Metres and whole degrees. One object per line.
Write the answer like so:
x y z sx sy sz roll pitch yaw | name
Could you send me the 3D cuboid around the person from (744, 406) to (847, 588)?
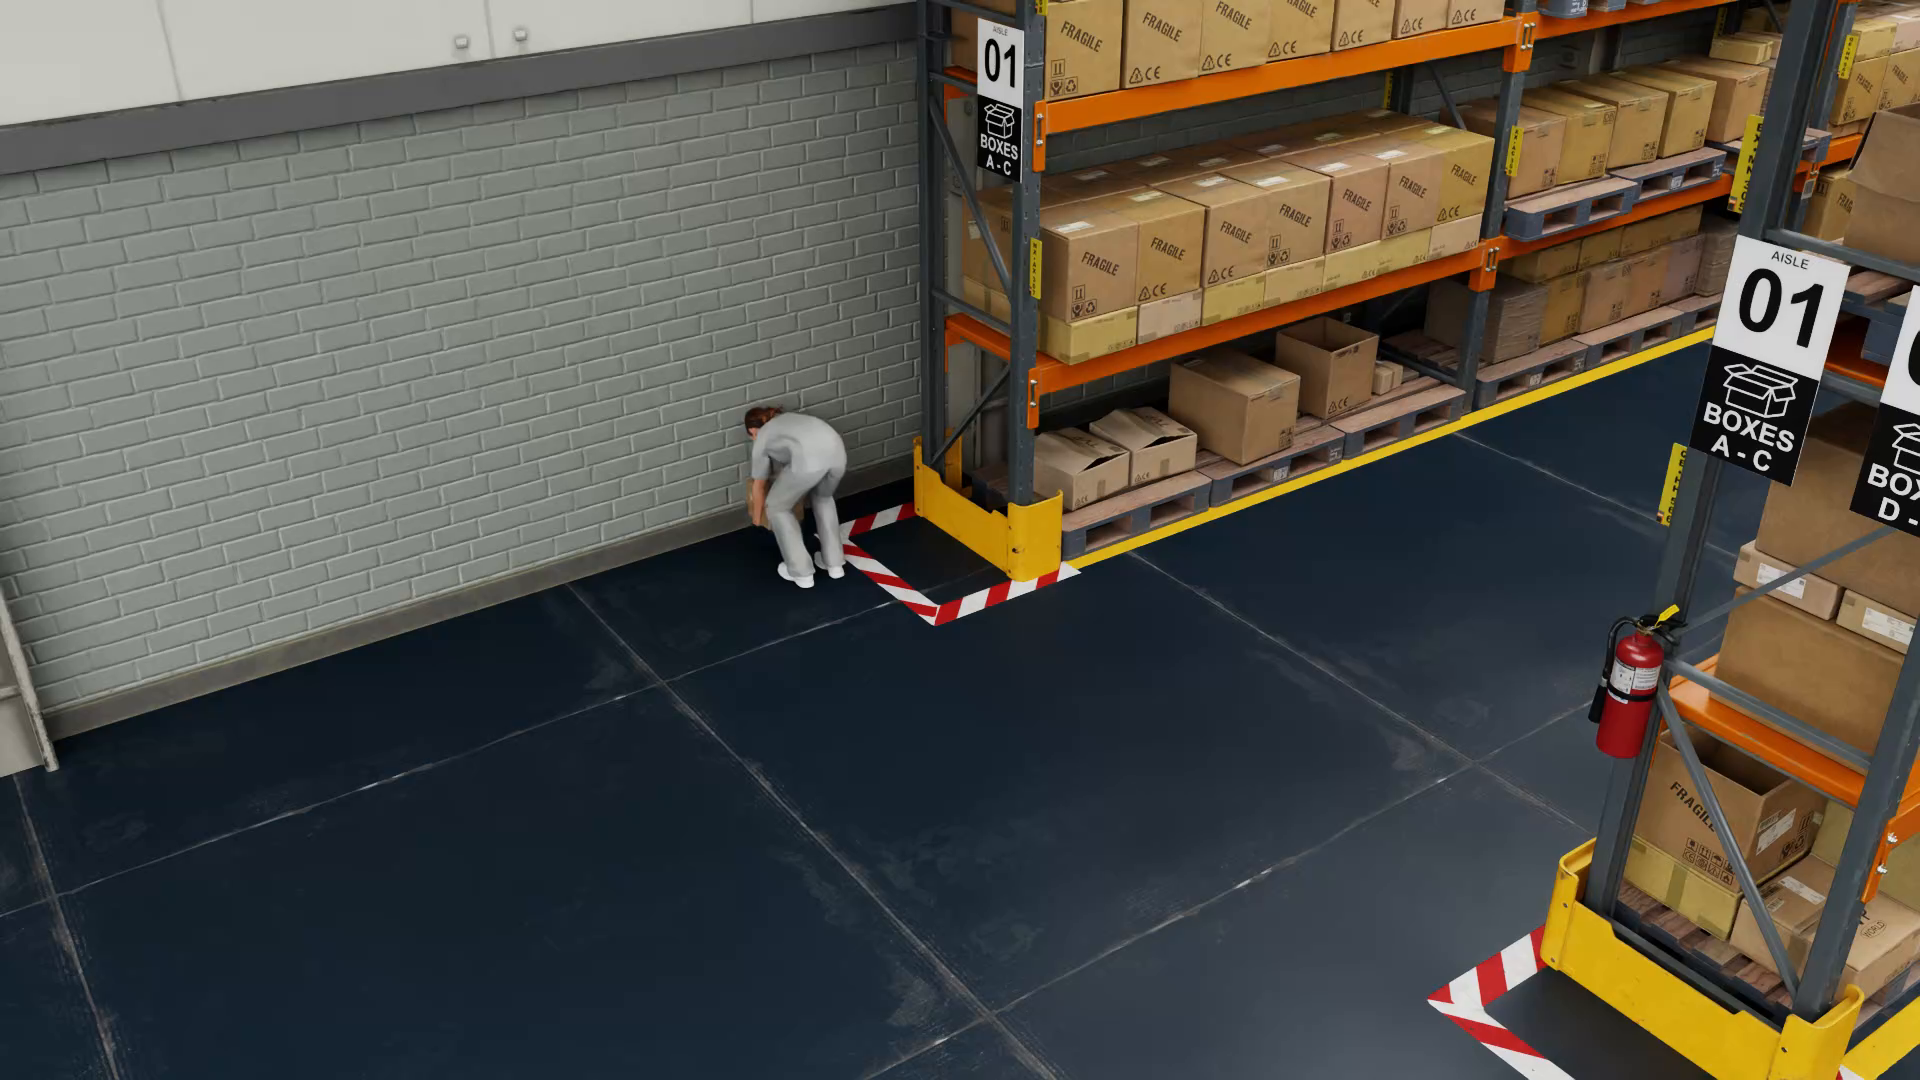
-1.000 -0.304 9.885 0.446 0.998 0.866 -20 35 -33 | person
